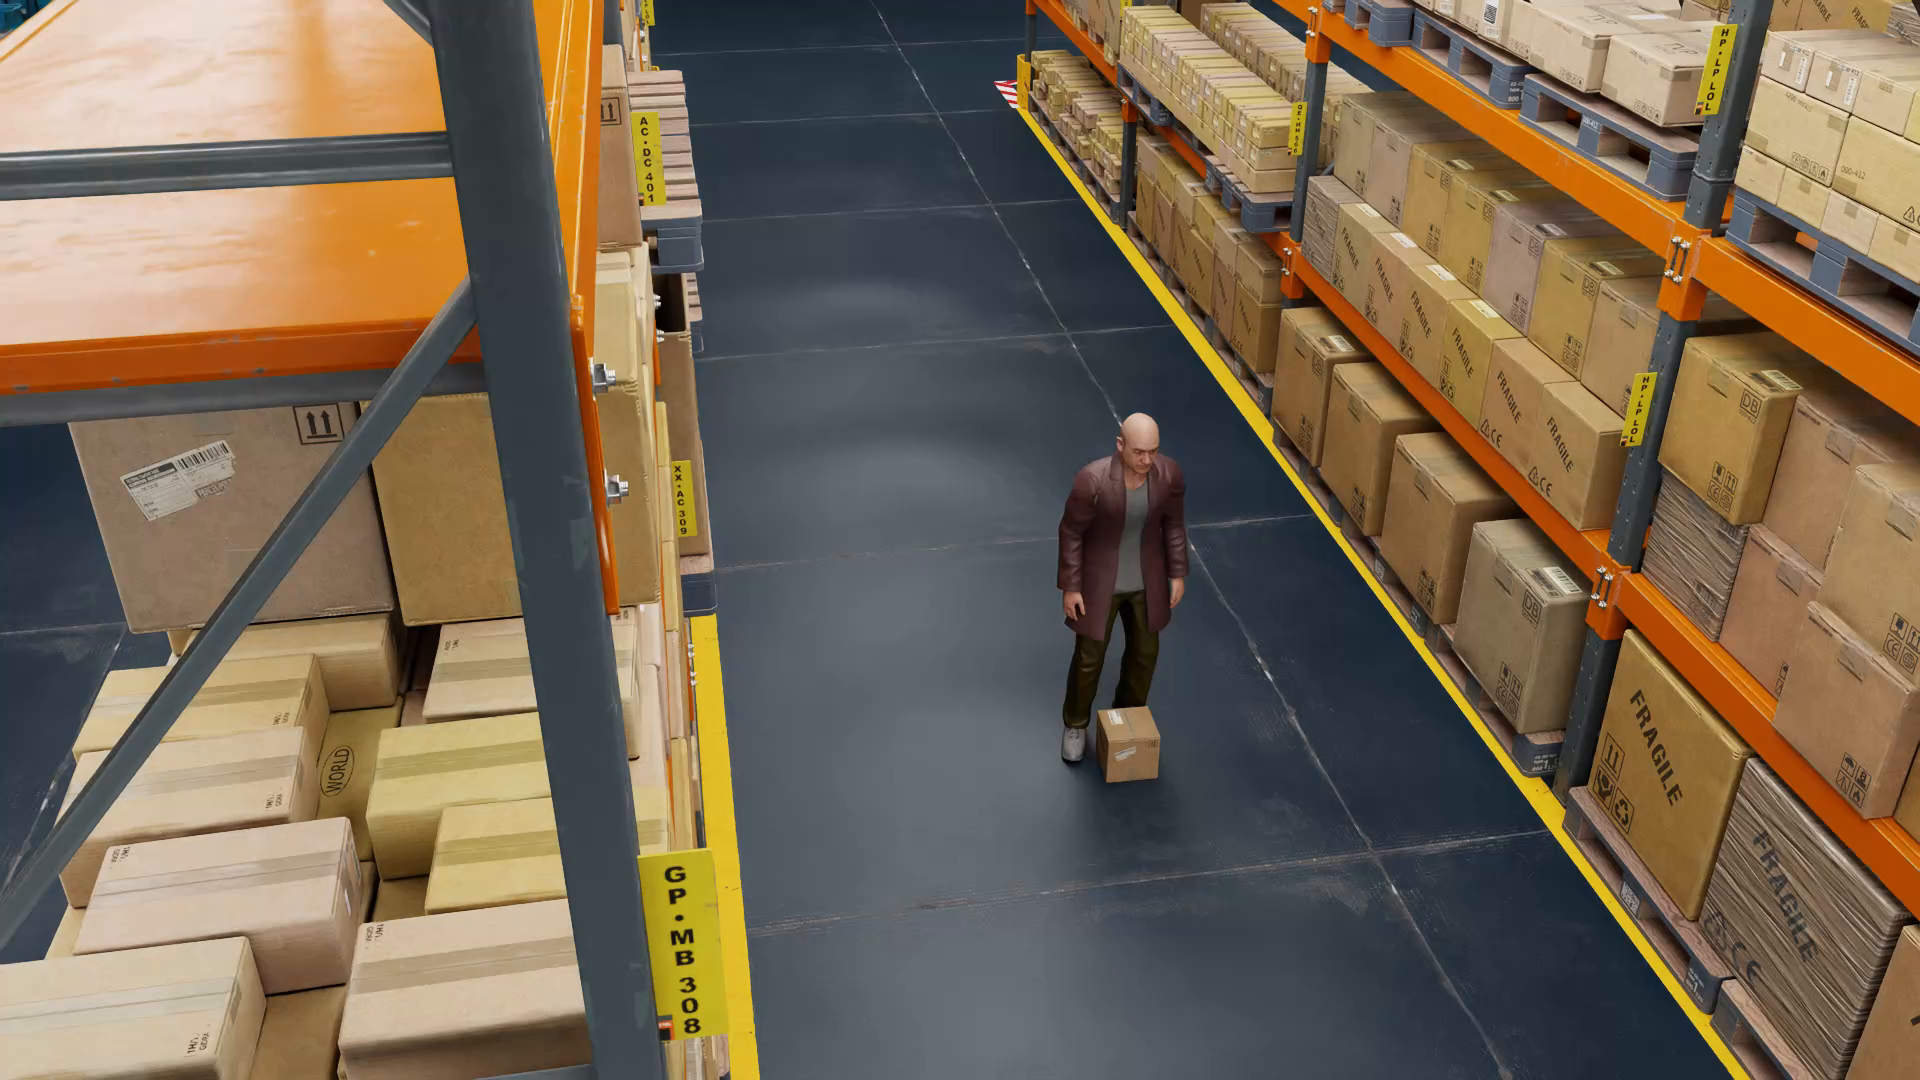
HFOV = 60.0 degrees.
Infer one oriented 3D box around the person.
[{"bbox_3d":[0.767,0.199,7.815,0.653,1.774,0.423,-7,31,-12],"label":"person"}]
